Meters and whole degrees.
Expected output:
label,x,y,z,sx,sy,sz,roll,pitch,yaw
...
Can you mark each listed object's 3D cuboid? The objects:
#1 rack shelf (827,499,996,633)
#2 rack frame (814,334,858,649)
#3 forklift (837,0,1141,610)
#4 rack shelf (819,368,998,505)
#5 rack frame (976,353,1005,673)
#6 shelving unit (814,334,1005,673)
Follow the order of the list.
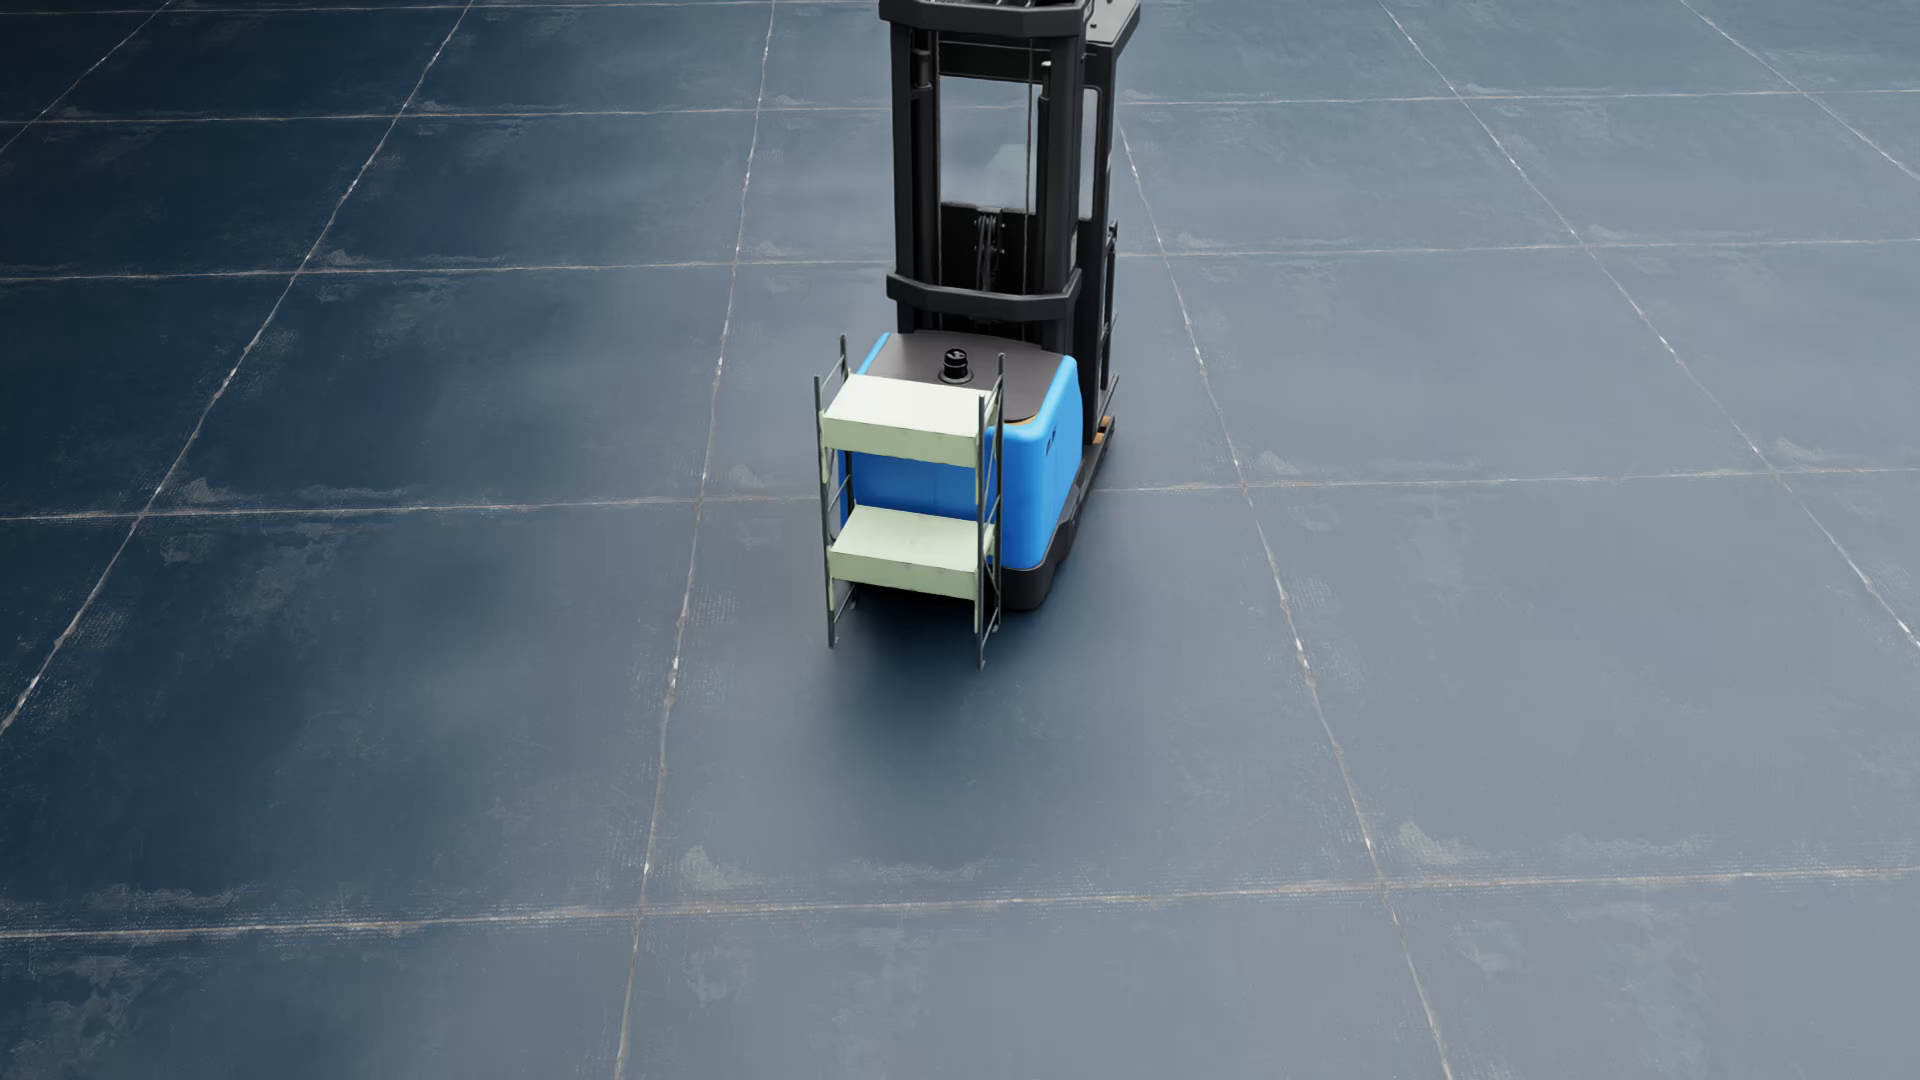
label,x,y,z,sx,sy,sz,roll,pitch,yaw
rack shelf,-0.217,0.119,7.870,0.720,0.370,0.431,8,36,12
rack frame,-0.571,-0.202,7.759,0.023,1.500,0.400,8,36,12
forklift,0.269,-1.698,8.664,1.130,2.935,3.031,9,36,12
rack shelf,-0.217,-0.470,7.462,0.720,0.370,0.431,8,36,12
rack frame,0.138,-0.098,7.609,0.023,1.500,0.400,8,36,12
shelving unit,-0.217,-0.150,7.684,0.755,1.500,0.431,8,36,12
